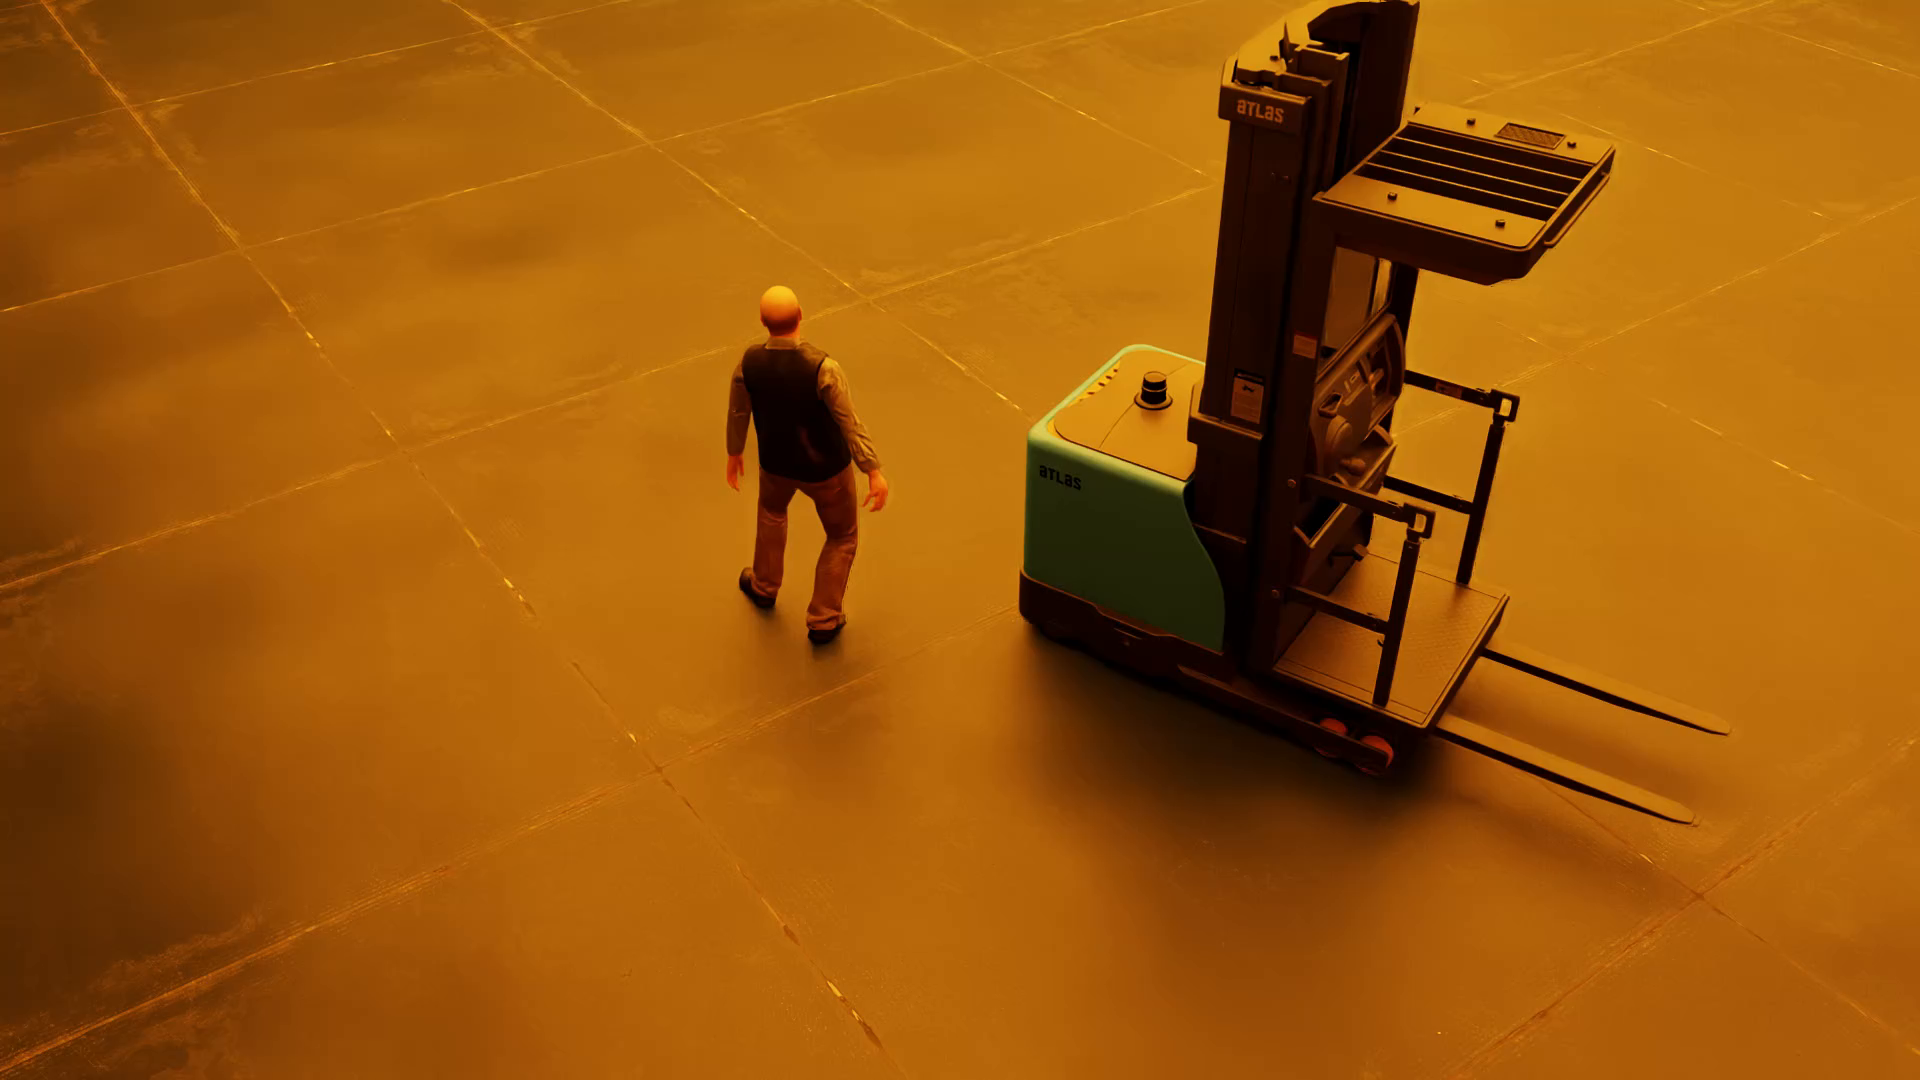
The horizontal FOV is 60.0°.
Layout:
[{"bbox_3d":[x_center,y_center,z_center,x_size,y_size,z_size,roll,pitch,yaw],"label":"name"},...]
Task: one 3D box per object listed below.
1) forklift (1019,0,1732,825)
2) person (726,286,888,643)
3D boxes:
[{"bbox_3d":[1.790,-0.545,6.682,3.031,2.935,1.130,21,42,26],"label":"forklift"},{"bbox_3d":[-0.709,-0.316,7.486,0.874,1.695,0.471,16,39,20],"label":"person"}]
